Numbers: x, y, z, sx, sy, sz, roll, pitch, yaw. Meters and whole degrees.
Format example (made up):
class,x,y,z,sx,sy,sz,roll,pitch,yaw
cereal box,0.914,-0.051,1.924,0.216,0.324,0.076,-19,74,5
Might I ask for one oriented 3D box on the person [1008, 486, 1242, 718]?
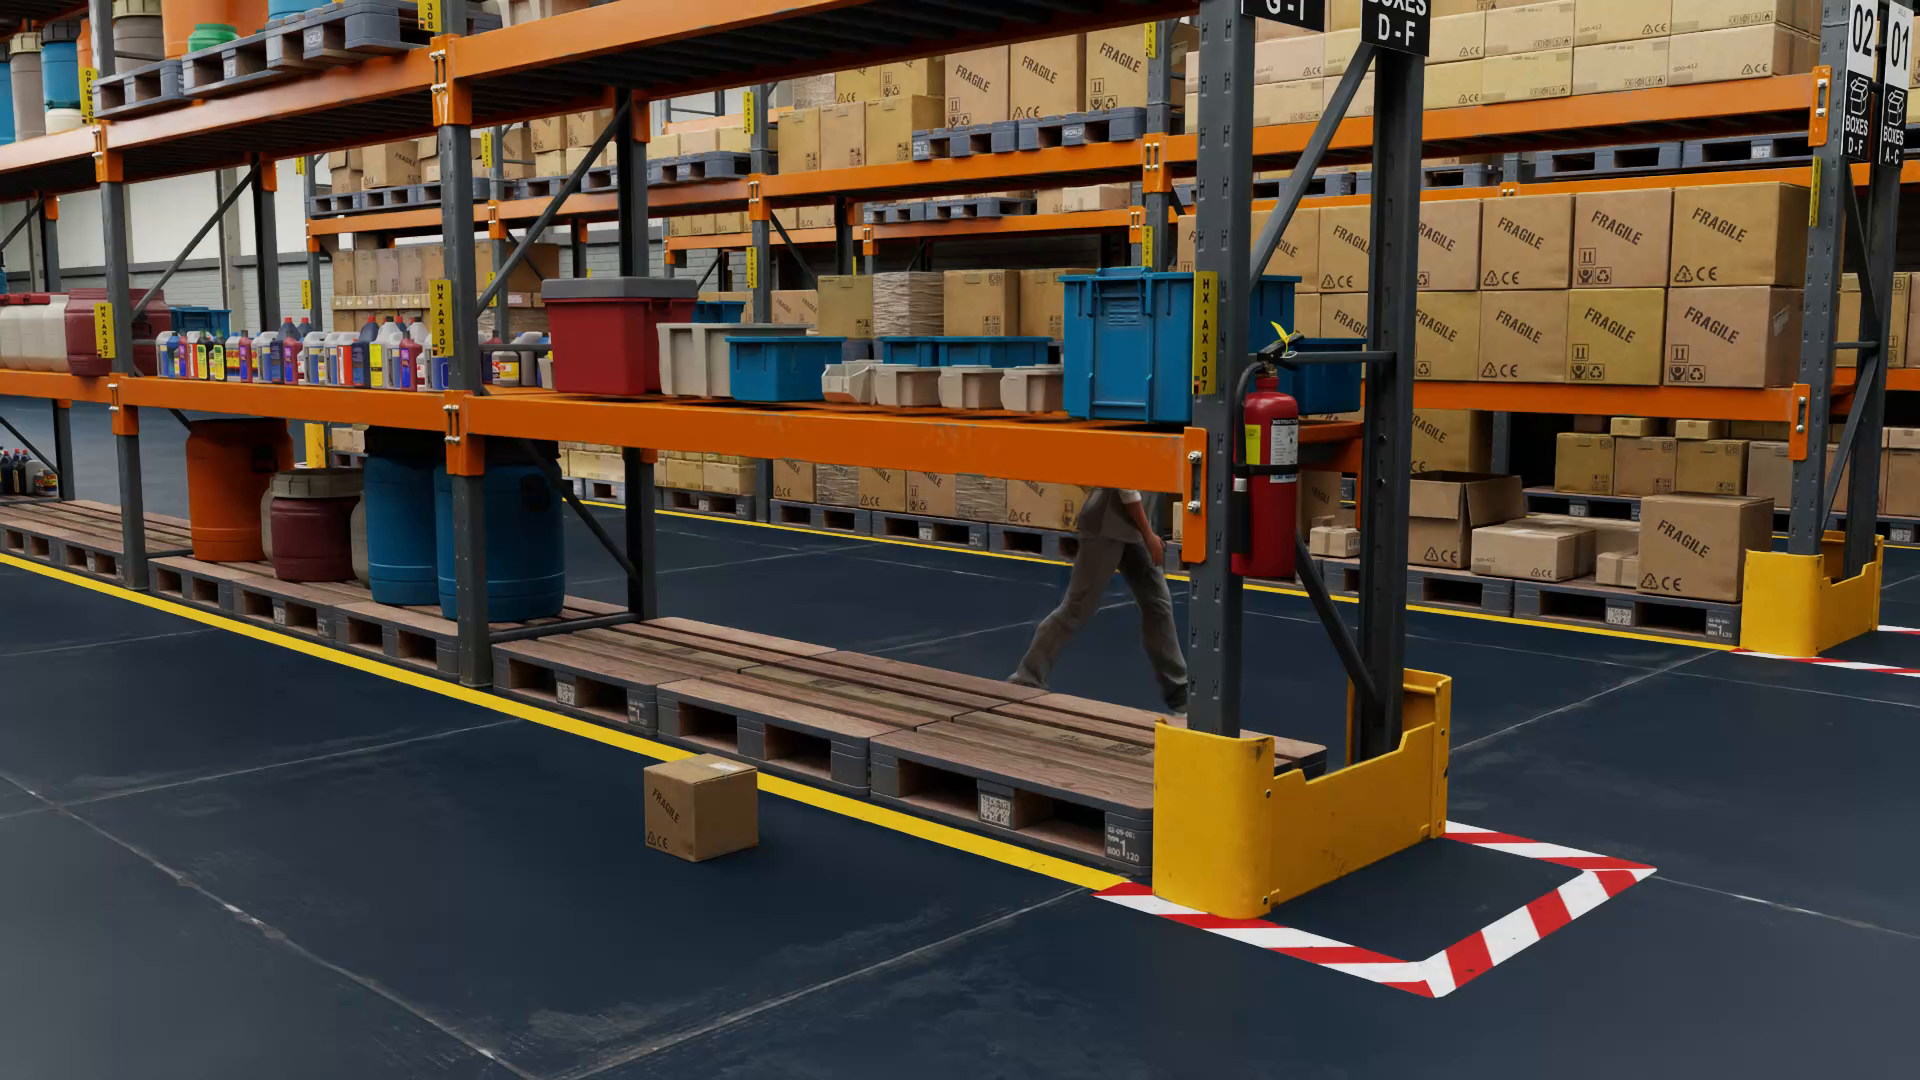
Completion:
class,x,y,z,sx,sy,sz,roll,pitch,yaw
person,0.643,-0.042,6.517,0.921,1.538,0.417,2,8,15
